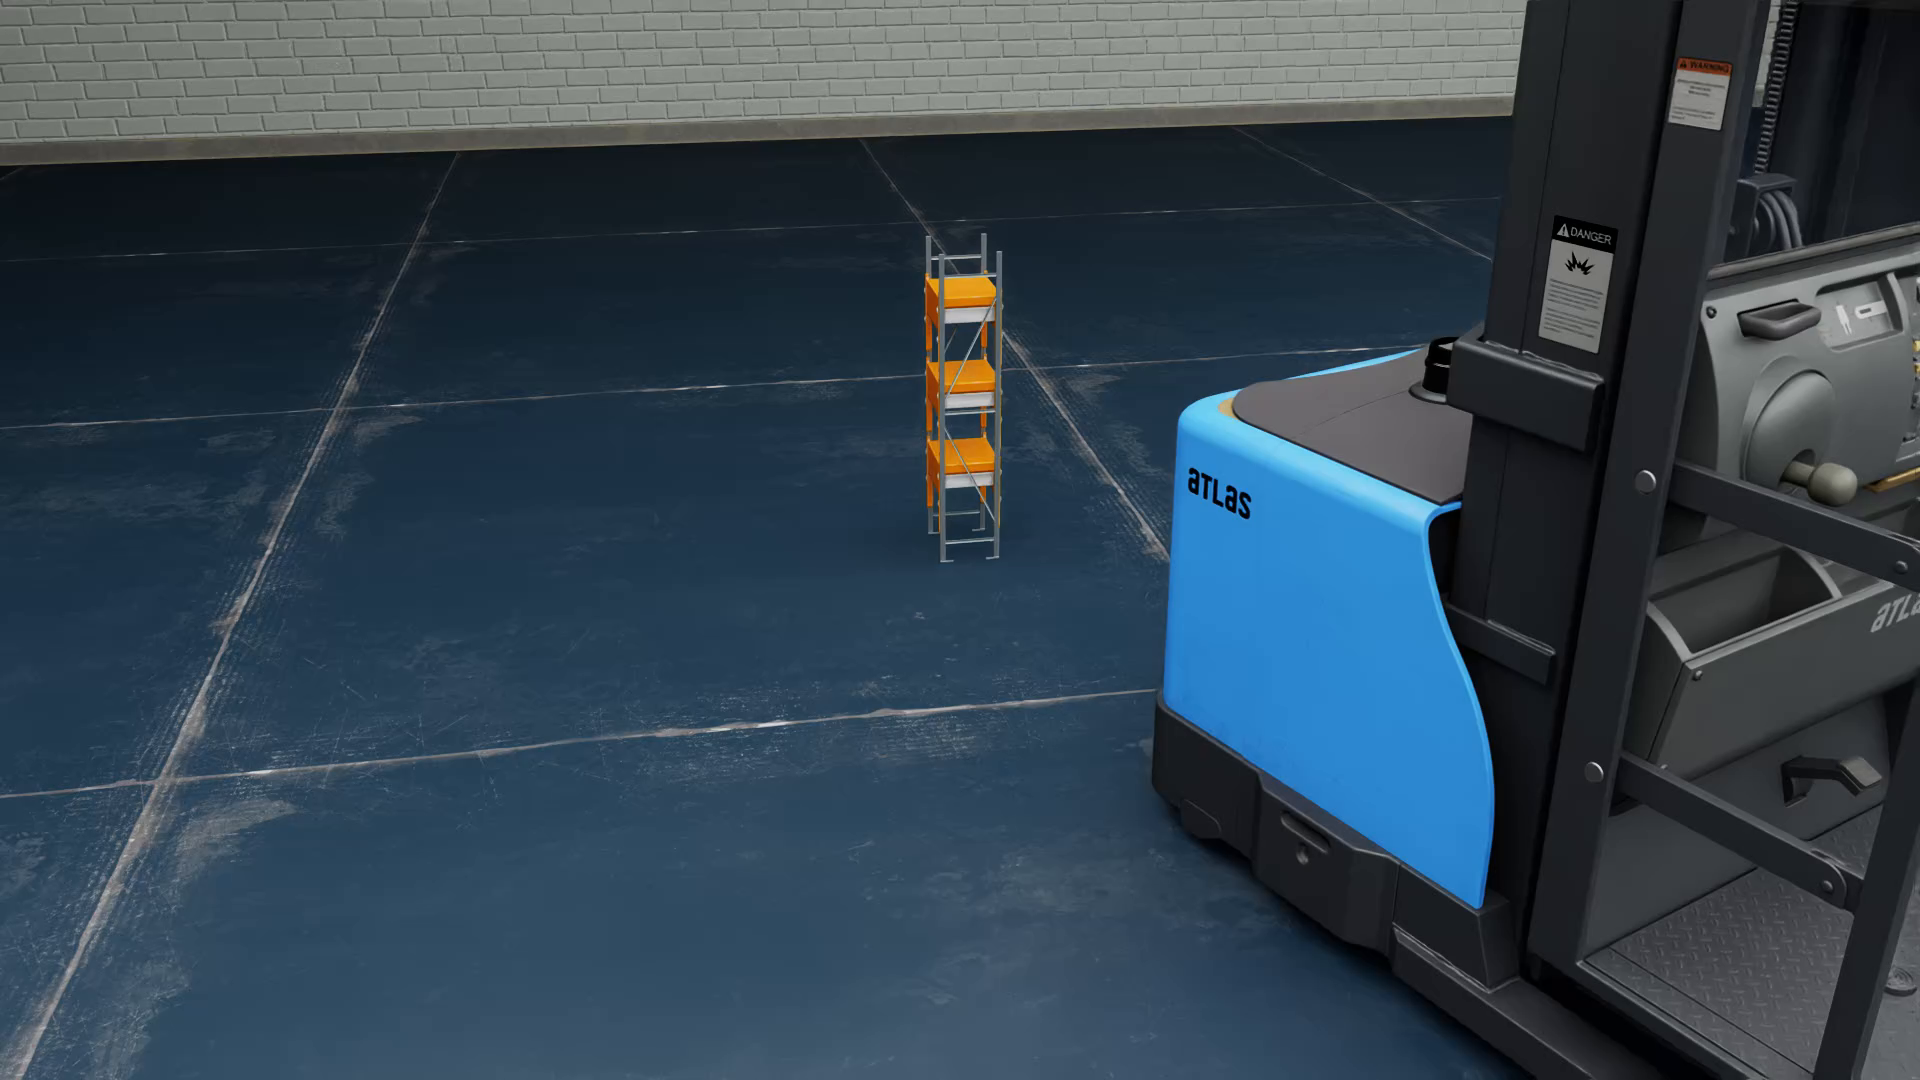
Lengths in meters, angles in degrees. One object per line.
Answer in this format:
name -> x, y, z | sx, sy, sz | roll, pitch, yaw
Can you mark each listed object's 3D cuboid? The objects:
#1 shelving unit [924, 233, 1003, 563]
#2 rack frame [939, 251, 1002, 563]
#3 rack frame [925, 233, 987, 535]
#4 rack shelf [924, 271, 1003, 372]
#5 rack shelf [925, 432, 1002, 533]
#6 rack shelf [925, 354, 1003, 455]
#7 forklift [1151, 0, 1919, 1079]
shelving unit -> 0.010, -0.460, 5.492 | 0.215, 1.050, 0.252 | -4, 24, -10
rack frame -> 0.032, -0.412, 5.382 | 0.200, 1.050, 0.008 | -4, 24, -10
rack frame -> -0.013, -0.508, 5.602 | 0.200, 1.050, 0.008 | -4, 24, -10
rack shelf -> 0.010, -0.710, 5.382 | 0.215, 0.259, 0.240 | -4, 24, -10
rack shelf -> 0.010, -0.196, 5.607 | 0.215, 0.259, 0.240 | -4, 24, -10
rack shelf -> 0.010, -0.450, 5.496 | 0.215, 0.259, 0.240 | -4, 24, -10
forklift -> 1.699, -0.283, 2.736 | 1.130, 2.935, 3.031 | -14, 27, -30
